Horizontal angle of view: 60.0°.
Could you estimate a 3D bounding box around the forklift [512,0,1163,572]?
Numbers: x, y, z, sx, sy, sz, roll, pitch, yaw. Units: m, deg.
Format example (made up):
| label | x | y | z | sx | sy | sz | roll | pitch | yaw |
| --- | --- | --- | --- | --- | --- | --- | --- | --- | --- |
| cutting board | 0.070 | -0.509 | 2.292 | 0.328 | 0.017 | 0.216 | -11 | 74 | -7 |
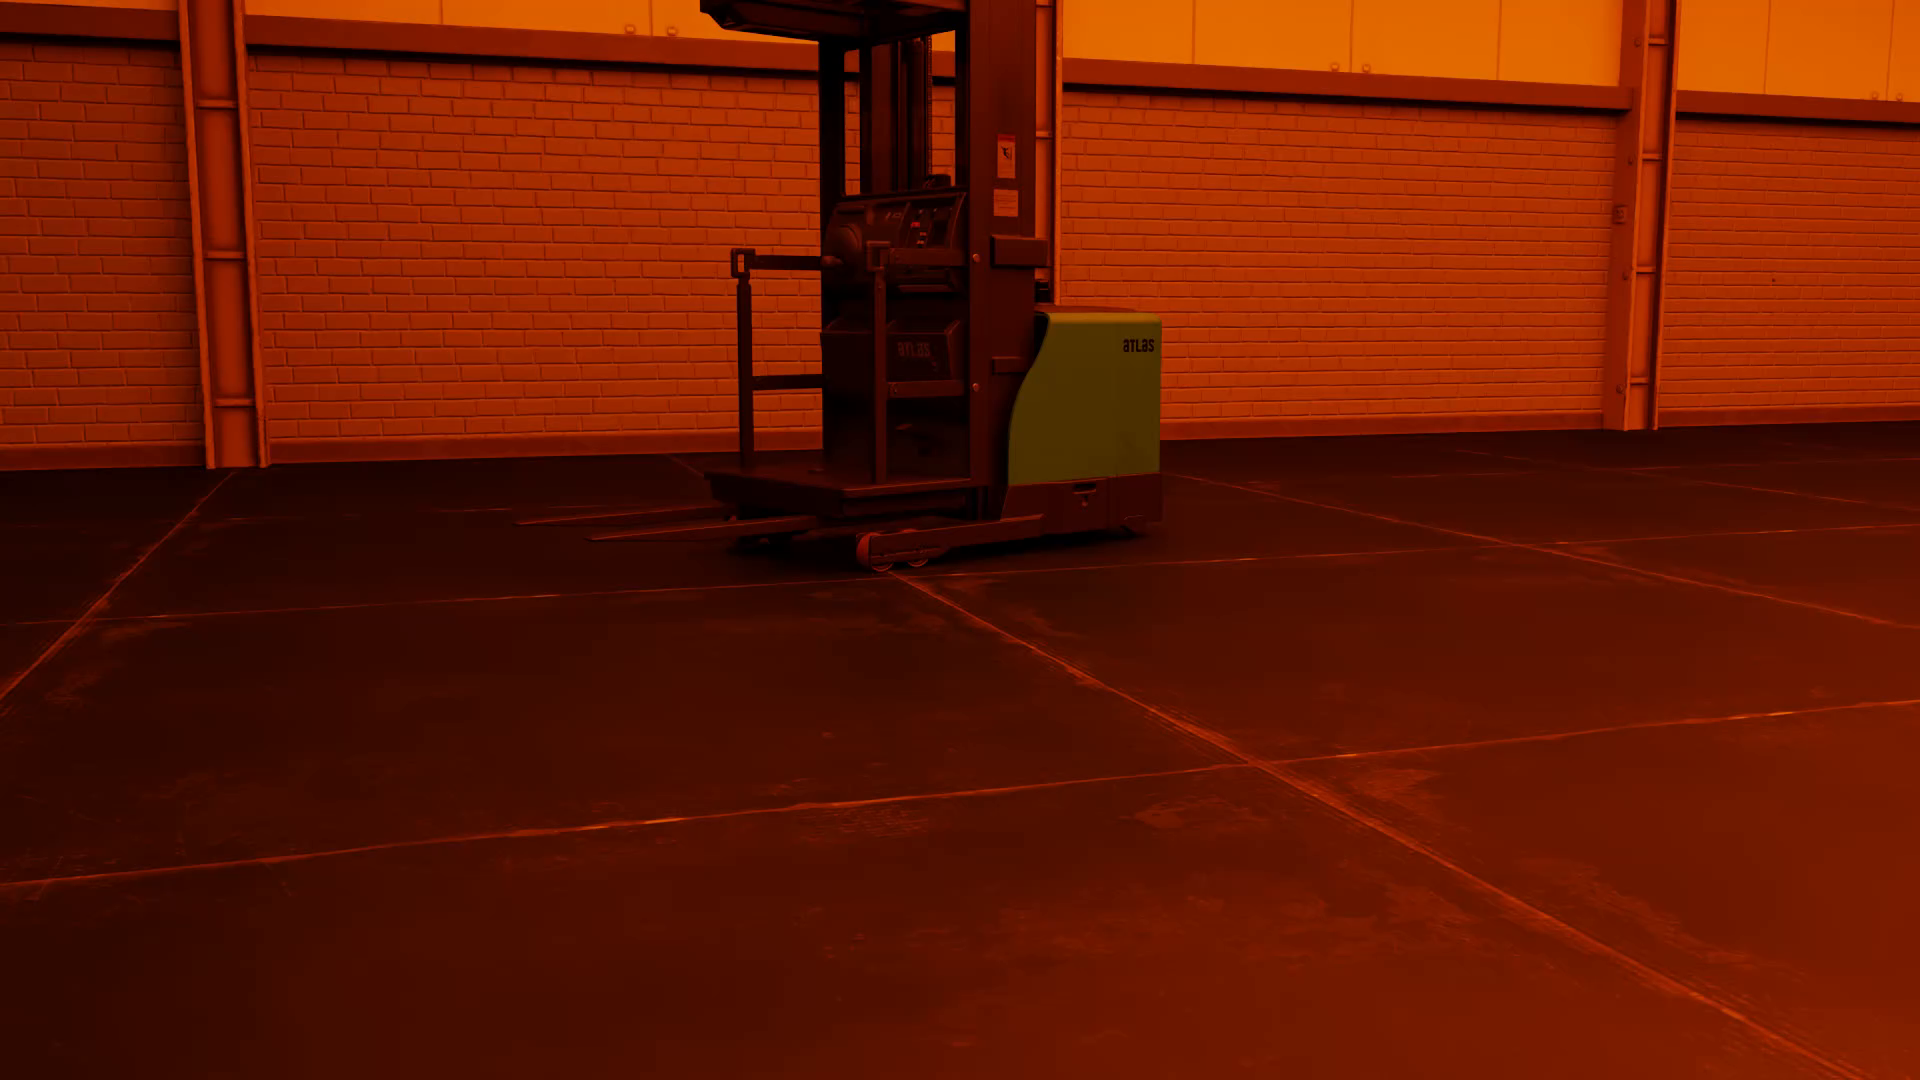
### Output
| label | x | y | z | sx | sy | sz | roll | pitch | yaw |
| --- | --- | --- | --- | --- | --- | --- | --- | --- | --- |
| forklift | -0.461 | -1.399 | 7.333 | 3.031 | 2.935 | 1.130 | -7 | 10 | -40 |
